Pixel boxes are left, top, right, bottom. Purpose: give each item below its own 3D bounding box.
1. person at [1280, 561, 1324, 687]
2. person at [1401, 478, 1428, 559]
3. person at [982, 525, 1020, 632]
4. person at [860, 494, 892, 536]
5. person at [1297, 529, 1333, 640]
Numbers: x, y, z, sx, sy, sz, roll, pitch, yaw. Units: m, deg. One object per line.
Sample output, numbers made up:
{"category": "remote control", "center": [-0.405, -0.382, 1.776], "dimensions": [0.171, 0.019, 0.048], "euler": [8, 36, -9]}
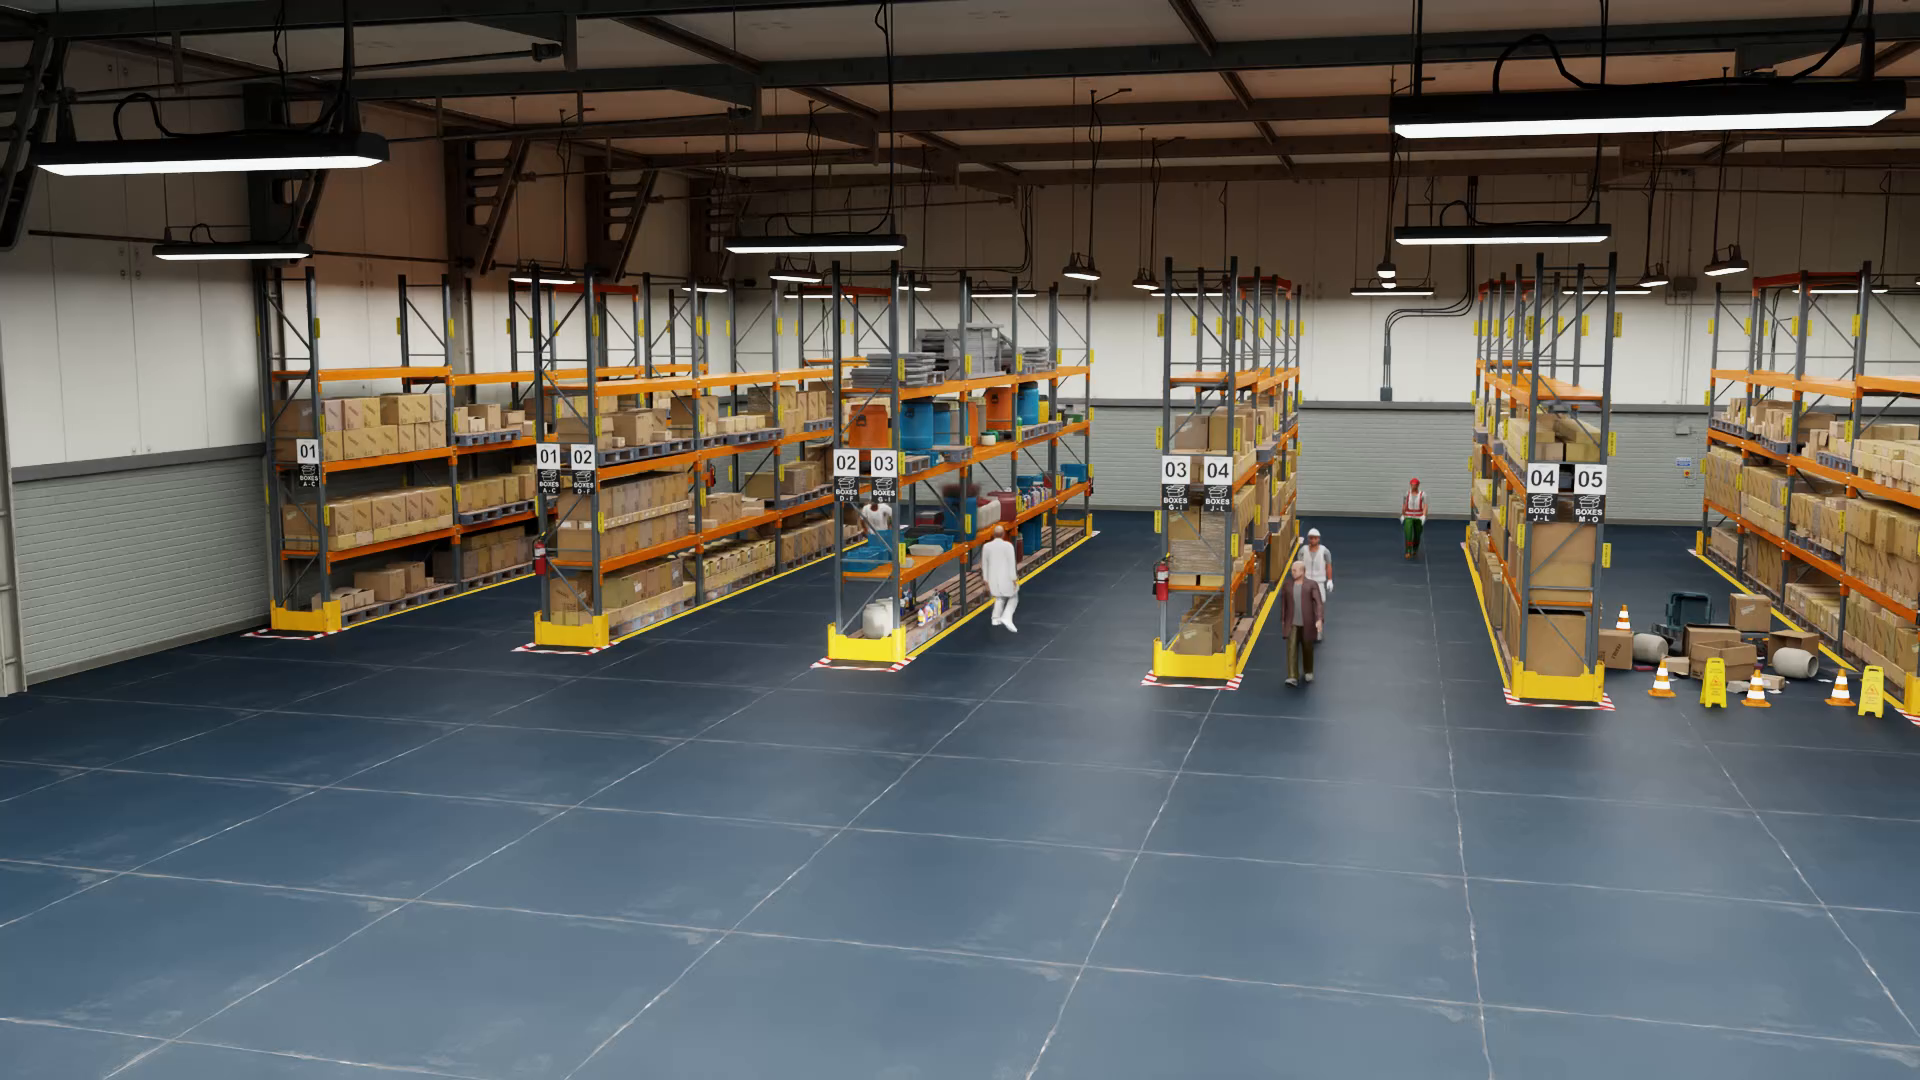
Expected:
{"category": "person", "center": [4.795, 1.176, 23.359], "dimensions": [0.661, 1.747, 1.003], "euler": [3, 8, 21]}
{"category": "person", "center": [9.918, -0.485, 36.262], "dimensions": [0.549, 1.720, 1.050], "euler": [1, 7, 10]}
{"category": "person", "center": [0.646, 0.622, 26.650], "dimensions": [0.613, 1.707, 0.545], "euler": [2, 8, 19]}
{"category": "person", "center": [-1.692, -0.161, 34.260], "dimensions": [0.699, 1.659, 0.717], "euler": [3, 8, 25]}
{"category": "person", "center": [5.722, 0.690, 26.960], "dimensions": [0.572, 1.746, 0.924], "euler": [3, 8, 24]}
